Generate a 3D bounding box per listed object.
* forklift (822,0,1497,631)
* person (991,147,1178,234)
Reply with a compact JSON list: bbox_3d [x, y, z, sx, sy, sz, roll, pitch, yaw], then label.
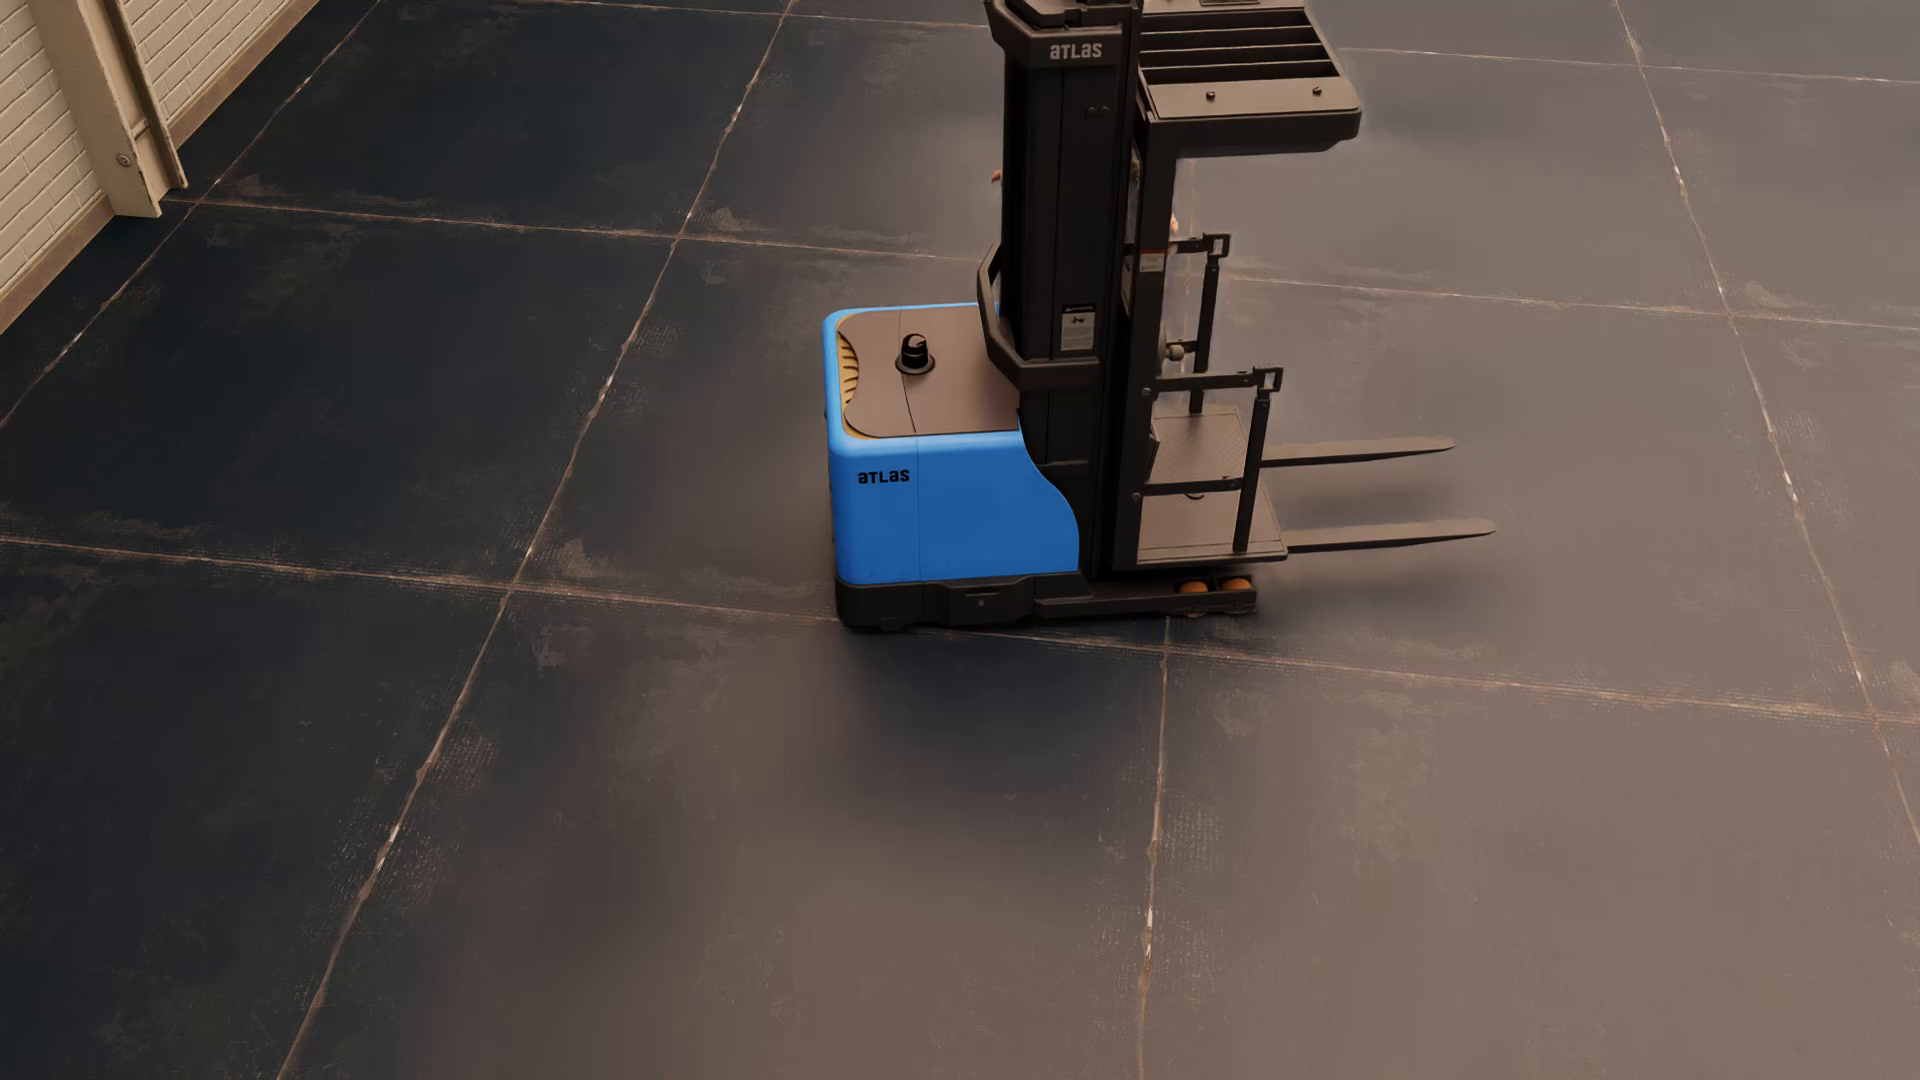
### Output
[{"bbox_3d":[0.919,-1.087,6.908,3.031,2.935,1.130,-4,43,-4],"label":"forklift"},{"bbox_3d":[0.639,-1.664,8.704,0.907,1.527,0.515,-6,43,-6],"label":"person"}]
